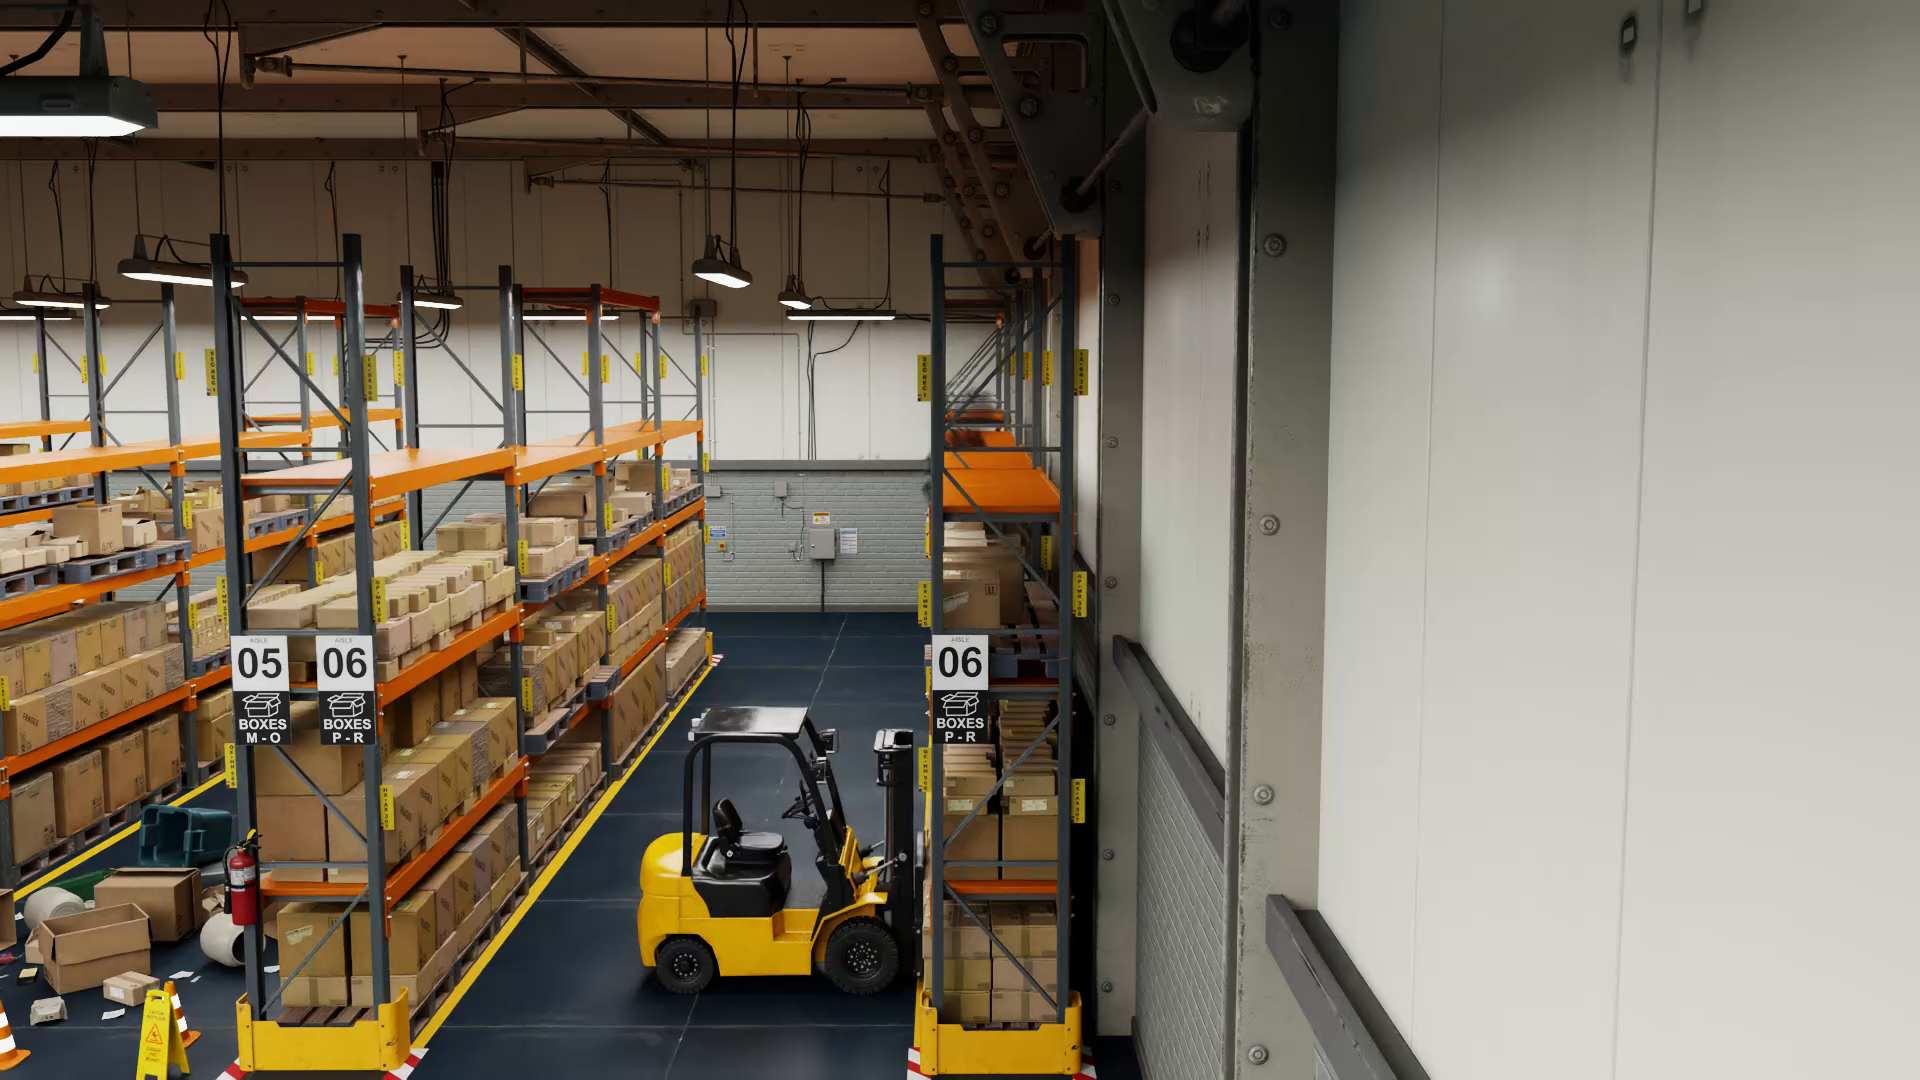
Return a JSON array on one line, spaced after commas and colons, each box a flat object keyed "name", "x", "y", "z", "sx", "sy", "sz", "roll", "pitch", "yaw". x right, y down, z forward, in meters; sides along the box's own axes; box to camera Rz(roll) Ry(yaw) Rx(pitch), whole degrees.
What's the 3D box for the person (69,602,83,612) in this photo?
[{"name": "person", "x": -12.789, "y": 1.773, "z": 24.080, "sx": 0.699, "sy": 1.490, "sz": 0.580, "roll": -1, "pitch": 6, "yaw": -10}]
